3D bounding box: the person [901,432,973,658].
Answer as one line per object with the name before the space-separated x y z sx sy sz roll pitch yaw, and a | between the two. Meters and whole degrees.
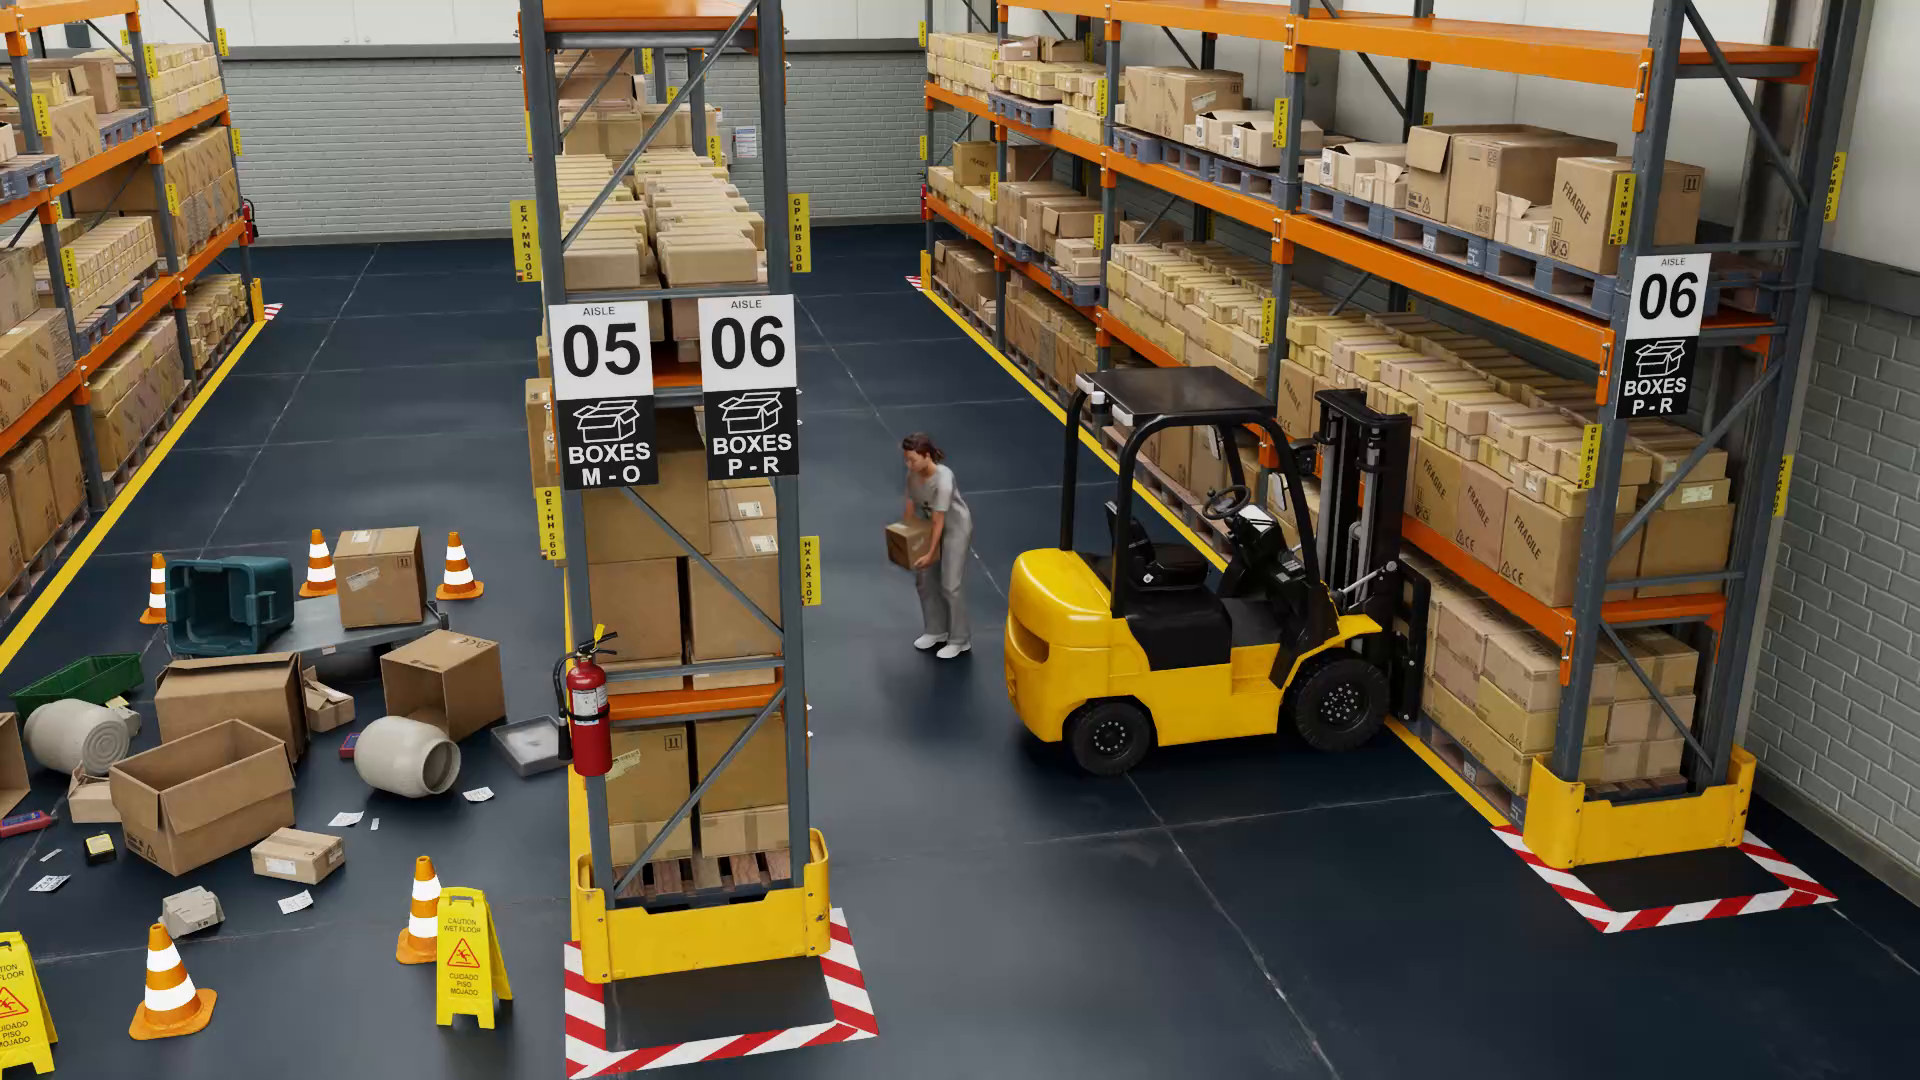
person | -0.172 0.019 11.143 0.551 1.599 0.408 -18 26 -40
